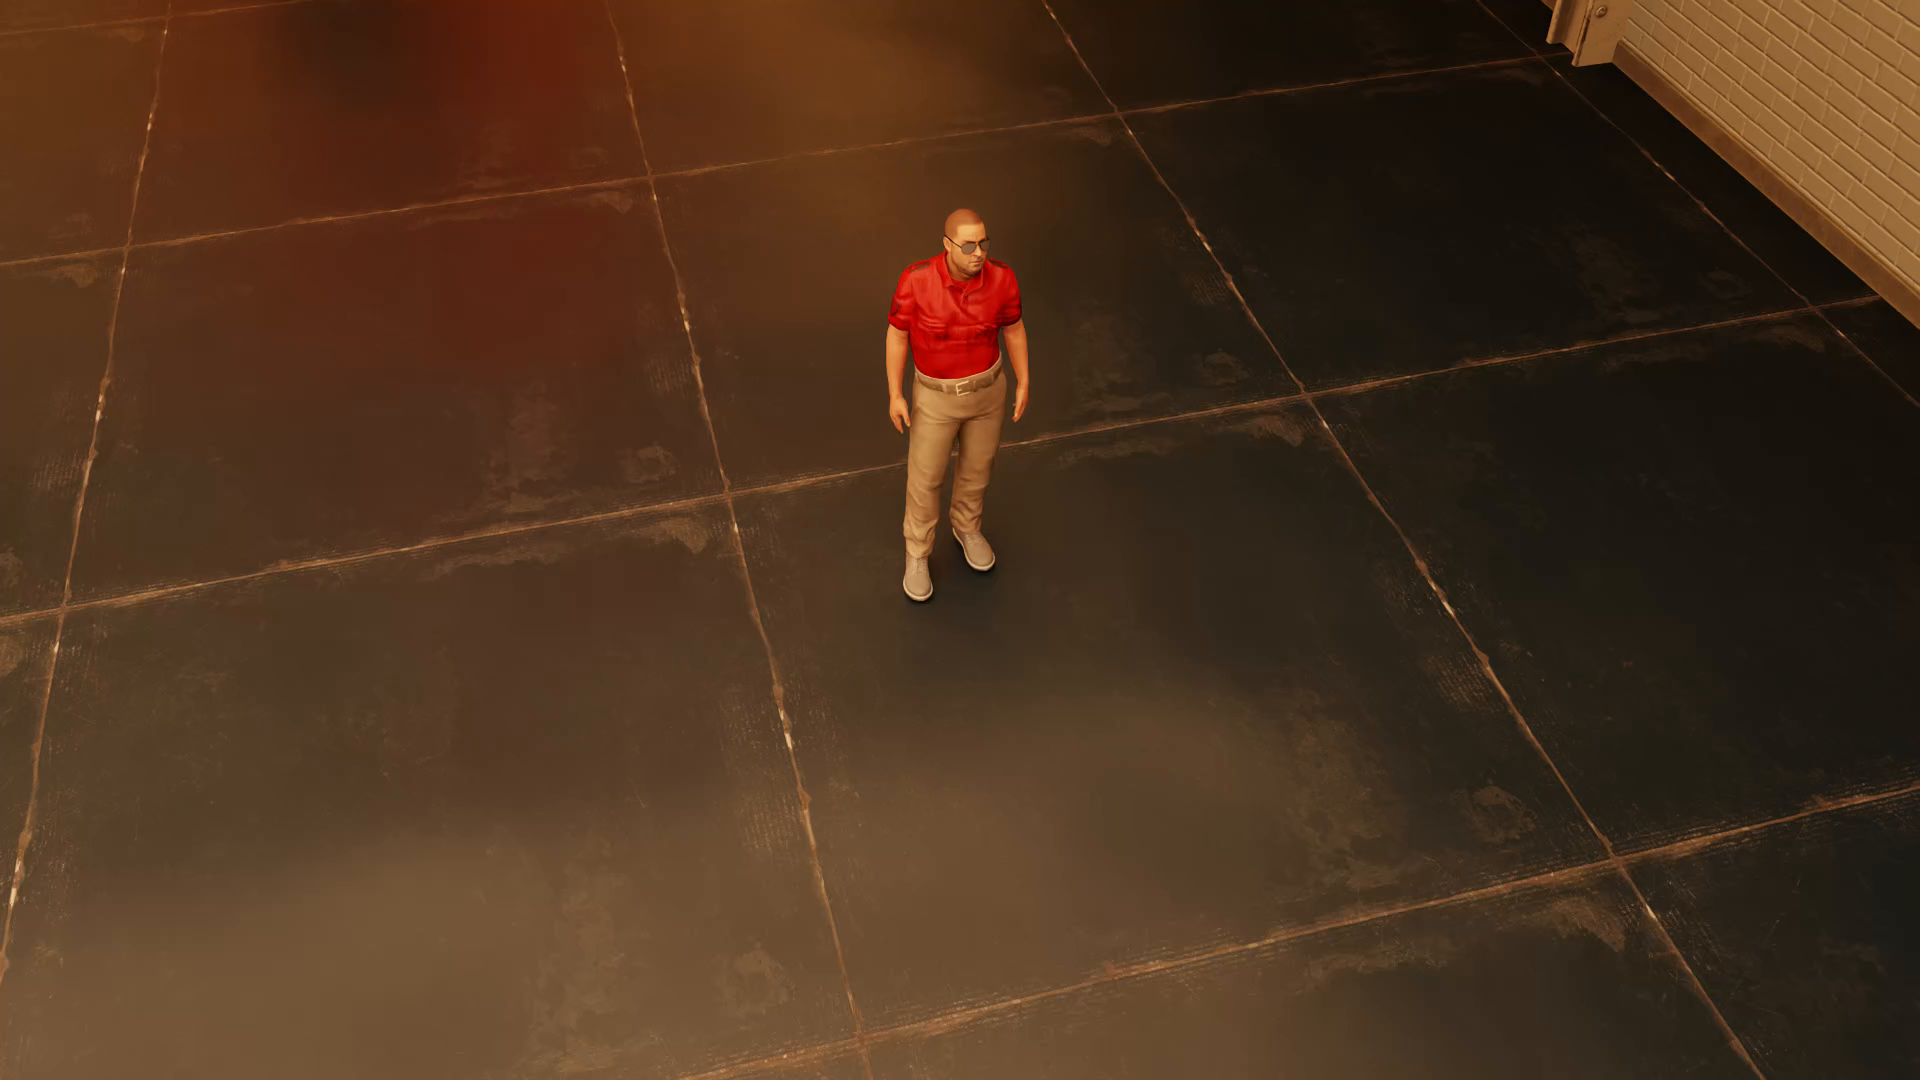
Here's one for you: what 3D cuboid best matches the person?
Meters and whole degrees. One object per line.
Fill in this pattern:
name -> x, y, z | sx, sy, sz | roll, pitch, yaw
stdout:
person -> 0.011, -0.572, 7.115 | 0.640, 1.727, 0.551 | -10, 44, -11
